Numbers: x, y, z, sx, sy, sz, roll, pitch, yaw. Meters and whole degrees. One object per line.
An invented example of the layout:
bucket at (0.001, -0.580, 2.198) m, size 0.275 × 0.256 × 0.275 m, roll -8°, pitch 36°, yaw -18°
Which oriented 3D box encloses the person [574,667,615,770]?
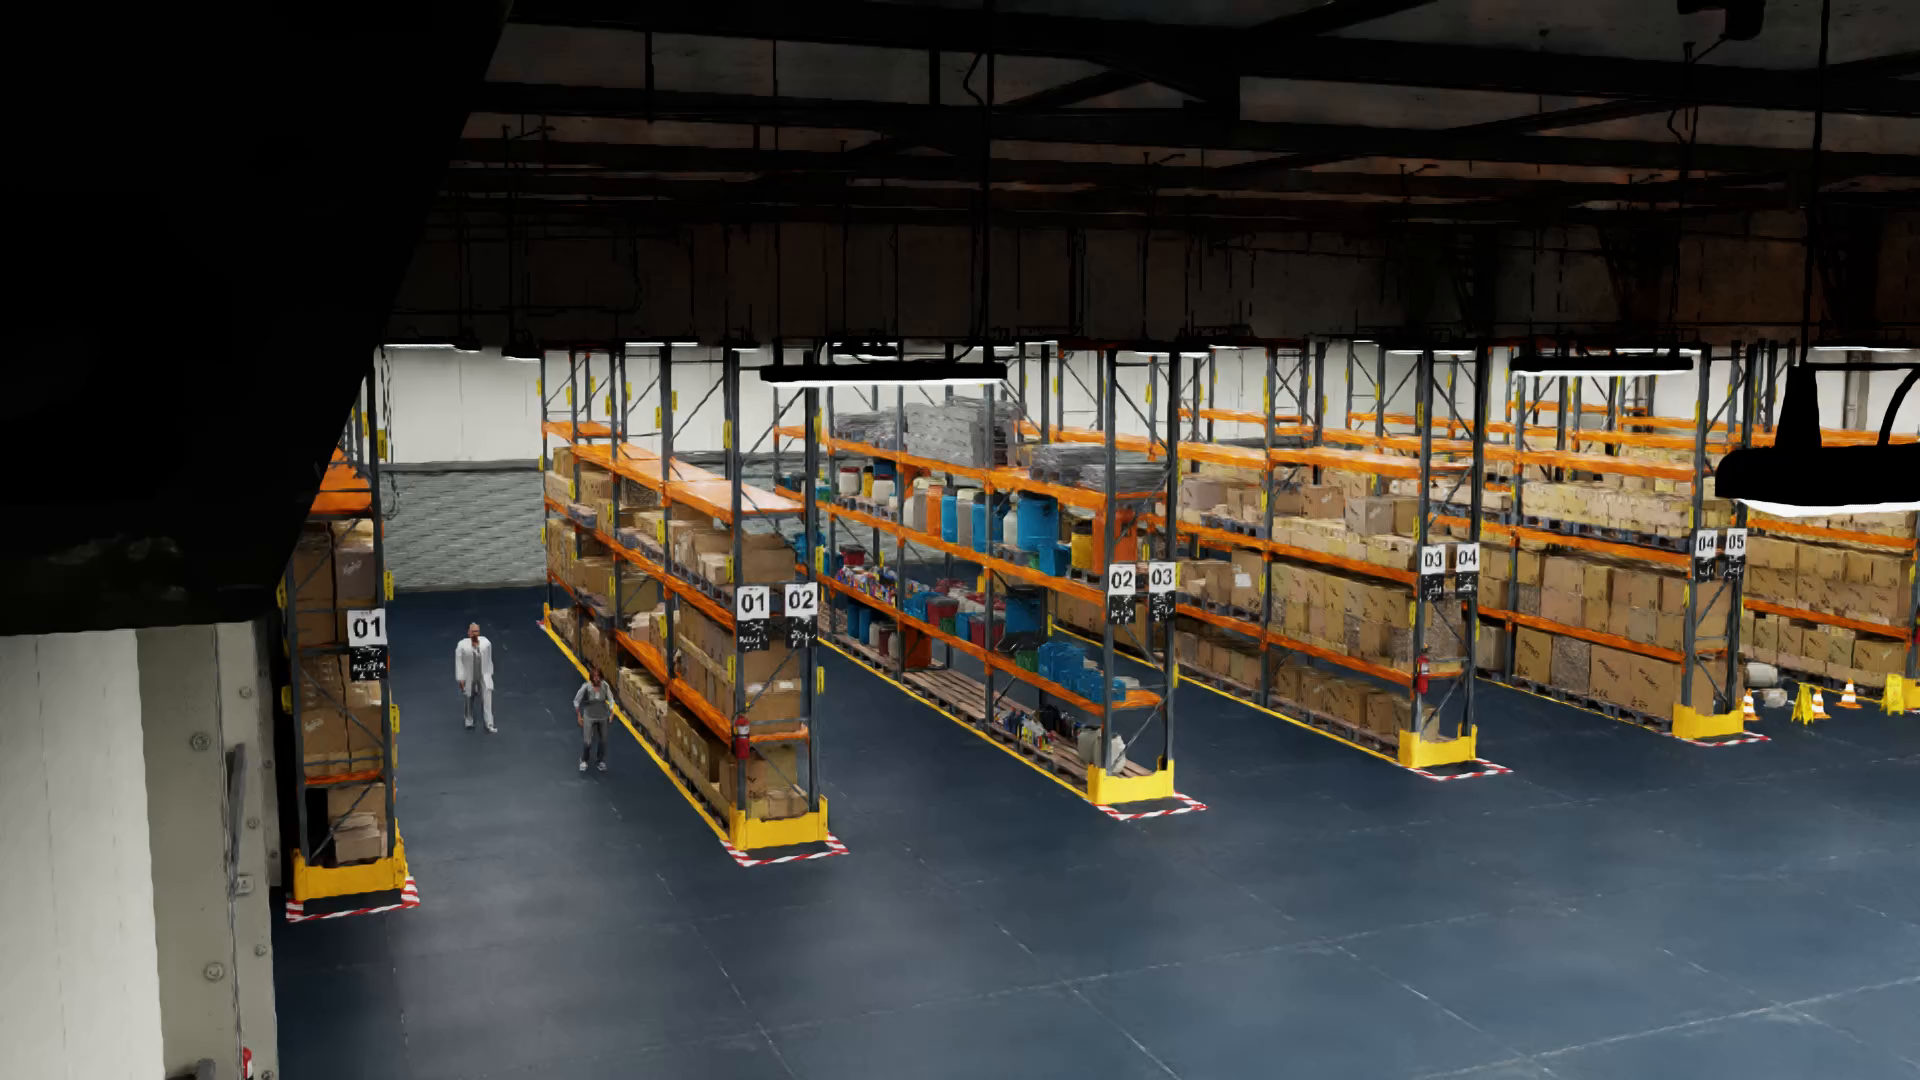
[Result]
person at (-5.172, 2.530, 23.530) m, size 0.566 × 1.528 × 0.519 m, roll -3°, pitch 8°, yaw -24°

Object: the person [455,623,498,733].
person at (-7.513, 2.118, 25.788) m, size 0.599 × 1.695 × 1.187 m, roll -3°, pitch 8°, yaw -24°
